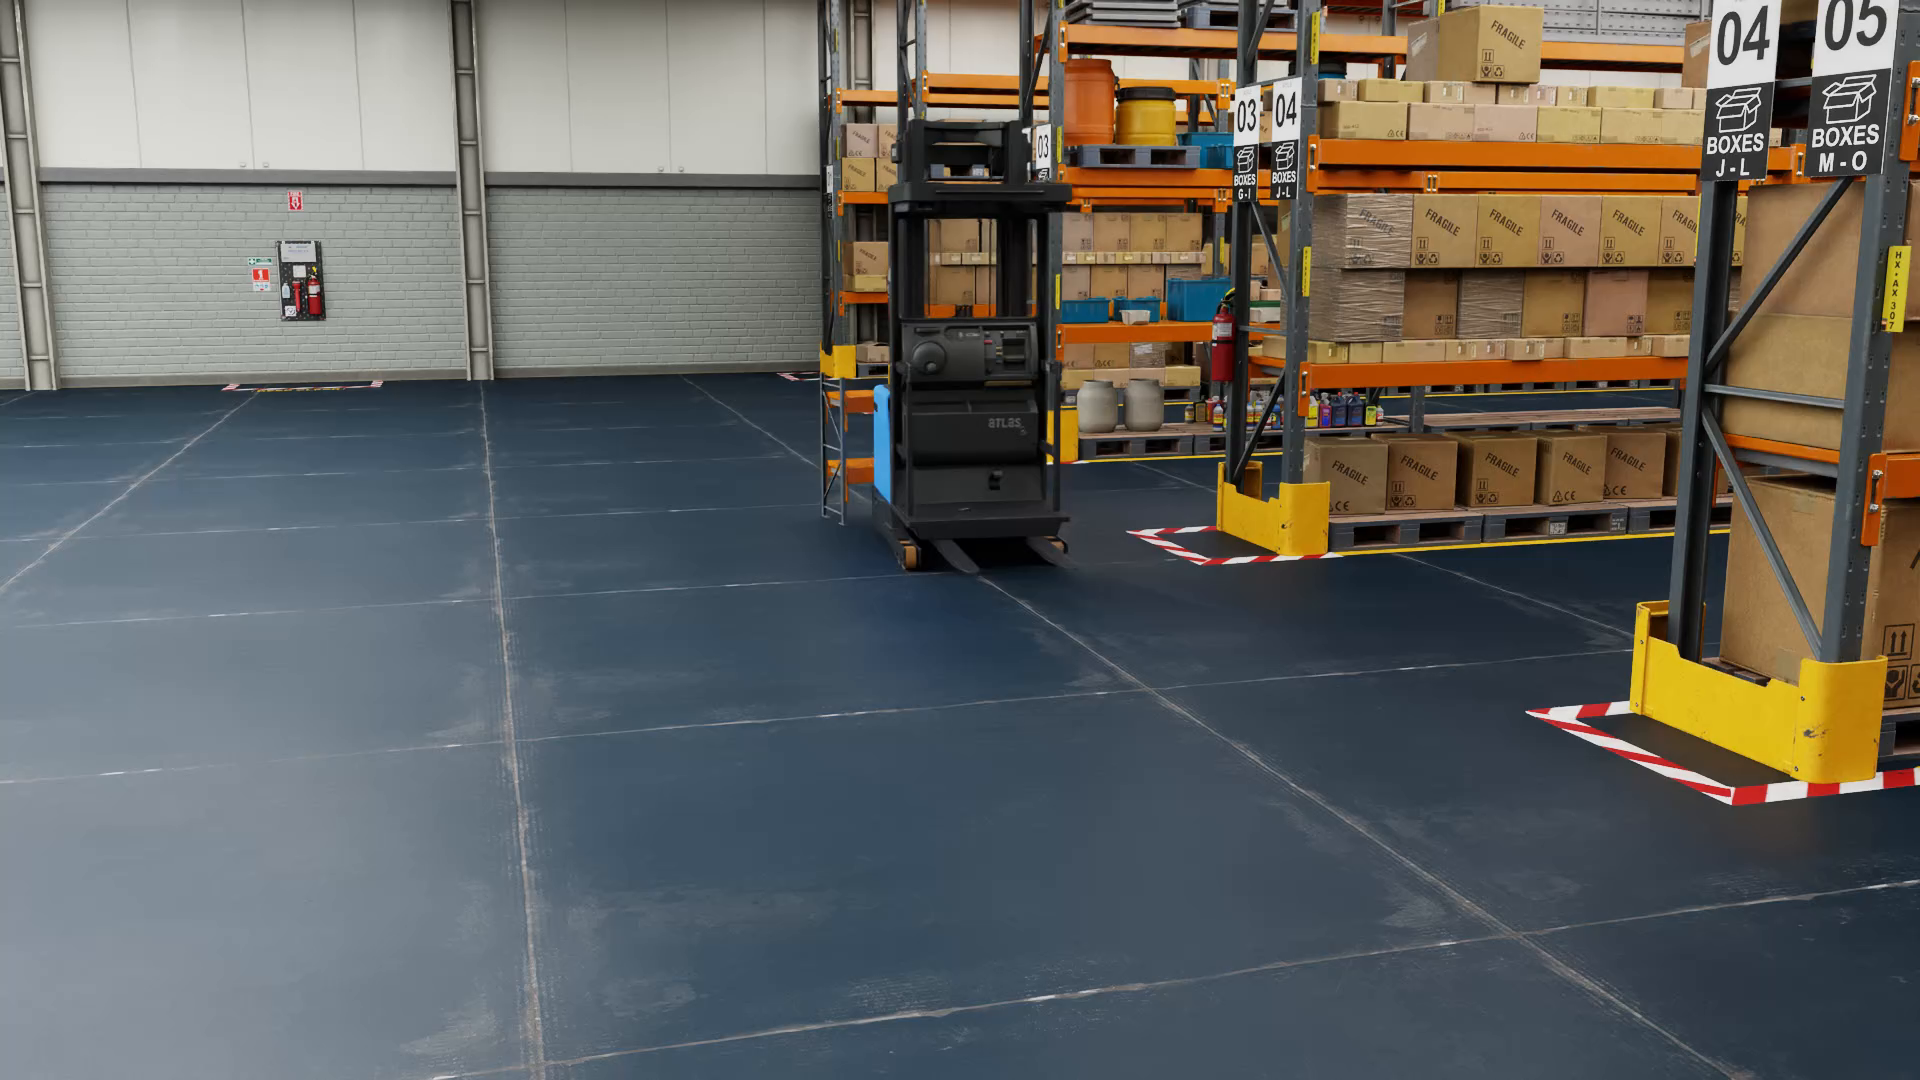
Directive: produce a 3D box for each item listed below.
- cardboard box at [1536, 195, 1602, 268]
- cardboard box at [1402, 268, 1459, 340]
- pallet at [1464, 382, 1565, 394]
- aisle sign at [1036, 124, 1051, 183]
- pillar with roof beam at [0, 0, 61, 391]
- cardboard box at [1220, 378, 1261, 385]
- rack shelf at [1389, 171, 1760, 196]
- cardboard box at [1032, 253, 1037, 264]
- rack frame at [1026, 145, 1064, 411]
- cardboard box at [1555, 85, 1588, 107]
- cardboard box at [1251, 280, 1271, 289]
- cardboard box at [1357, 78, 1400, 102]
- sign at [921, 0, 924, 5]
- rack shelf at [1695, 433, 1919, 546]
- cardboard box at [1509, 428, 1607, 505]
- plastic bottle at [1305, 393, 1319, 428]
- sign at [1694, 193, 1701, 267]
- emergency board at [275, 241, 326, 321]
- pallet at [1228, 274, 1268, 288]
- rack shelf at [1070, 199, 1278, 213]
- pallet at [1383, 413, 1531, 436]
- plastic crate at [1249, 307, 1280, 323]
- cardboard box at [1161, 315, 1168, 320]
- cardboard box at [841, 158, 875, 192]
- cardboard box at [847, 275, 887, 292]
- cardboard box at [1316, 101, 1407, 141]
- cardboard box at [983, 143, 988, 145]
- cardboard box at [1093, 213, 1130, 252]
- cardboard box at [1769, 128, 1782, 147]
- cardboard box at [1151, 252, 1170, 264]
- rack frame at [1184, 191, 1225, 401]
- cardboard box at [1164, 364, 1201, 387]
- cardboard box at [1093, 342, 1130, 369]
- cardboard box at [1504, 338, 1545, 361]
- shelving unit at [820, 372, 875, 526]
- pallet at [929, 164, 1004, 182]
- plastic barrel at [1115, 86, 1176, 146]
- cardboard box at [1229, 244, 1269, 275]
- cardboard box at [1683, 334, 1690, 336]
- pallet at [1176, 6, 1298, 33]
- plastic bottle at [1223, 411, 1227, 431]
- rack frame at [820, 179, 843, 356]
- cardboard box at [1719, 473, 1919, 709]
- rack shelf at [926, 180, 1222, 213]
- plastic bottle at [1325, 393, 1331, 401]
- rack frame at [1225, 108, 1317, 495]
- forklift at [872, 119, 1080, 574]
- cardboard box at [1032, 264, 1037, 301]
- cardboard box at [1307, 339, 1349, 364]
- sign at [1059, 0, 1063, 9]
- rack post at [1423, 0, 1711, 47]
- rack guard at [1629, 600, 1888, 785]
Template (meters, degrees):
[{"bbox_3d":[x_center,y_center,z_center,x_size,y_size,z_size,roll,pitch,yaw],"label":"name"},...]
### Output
[{"bbox_3d":[4.210,-2.210,11.906,0.500,0.500,0.500,-3,11,-16],"label":"cardboard box"},{"bbox_3d":[3.148,-1.731,12.066,0.500,0.500,0.875,-3,11,-16],"label":"cardboard box"},{"bbox_3d":[7.809,-2.253,23.702,1.213,0.211,1.003,-3,11,-16],"label":"pallet"},{"bbox_3d":[0.794,-3.551,15.871,0.004,0.787,0.394,-3,11,-16],"label":"aisle sign"},{"bbox_3d":[-11.876,-5.830,18.860,0.400,9.000,9.100,-3,11,-16],"label":"pillar with roof beam"},{"bbox_3d":[3.698,-2.222,22.269,0.500,0.250,0.500,-3,11,-17],"label":"cardboard box"},{"bbox_3d":[6.542,-3.752,17.846,4.000,0.370,1.077,-3,11,-16],"label":"rack shelf"},{"bbox_3d":[0.828,-3.592,21.203,0.250,0.149,0.380,-3,11,-18],"label":"cardboard box"},{"bbox_3d":[0.782,-2.327,16.403,0.127,3.000,1.000,-3,11,-16],"label":"rack frame"},{"bbox_3d":[4.228,-3.134,11.811,0.250,0.149,0.380,-3,11,-18],"label":"cardboard box"},{"bbox_3d":[4.034,-3.401,22.608,0.258,0.266,0.396,-3,11,-17],"label":"cardboard box"},{"bbox_3d":[2.771,-3.034,11.269,0.250,0.149,0.380,-3,11,-15],"label":"cardboard box"},{"bbox_3d":[-0.450,-6.579,19.913,0.005,0.325,0.100,-3,11,-16],"label":"sign"},{"bbox_3d":[5.376,-0.346,7.629,4.000,0.370,1.077,-3,11,-16],"label":"rack shelf"},{"bbox_3d":[4.489,-0.557,12.532,0.500,0.500,0.500,-4,11,-21],"label":"cardboard box"},{"bbox_3d":[3.590,-1.334,17.112,0.185,0.351,0.144,-3,11,-16],"label":"plastic bottle"},{"bbox_3d":[3.317,-1.380,7.404,0.005,0.325,0.100,-3,11,-16],"label":"sign"},{"bbox_3d":[-9.701,-3.813,24.474,0.643,1.169,0.194,-3,11,-16],"label":"emergency board"},{"bbox_3d":[5.039,-4.305,27.678,1.003,0.211,1.213,-3,11,-16],"label":"pallet"},{"bbox_3d":[3.773,-5.474,27.201,4.000,0.370,1.077,-3,11,-16],"label":"rack shelf"},{"bbox_3d":[5.365,-1.205,18.007,1.213,0.211,1.003,-3,11,-16],"label":"pallet"},{"bbox_3d":[3.134,-2.274,16.841,0.437,0.136,0.530,-3,11,-16],"label":"plastic crate"},{"bbox_3d":[3.476,-3.698,27.465,0.500,0.250,0.500,-3,11,-18],"label":"cardboard box"},{"bbox_3d":[-1.596,-5.557,25.331,0.500,0.500,0.500,-3,11,-14],"label":"cardboard box"},{"bbox_3d":[-1.430,-3.955,25.604,0.500,0.250,0.500,-3,11,-18],"label":"cardboard box"},{"bbox_3d":[2.701,-2.847,11.356,0.500,0.250,0.500,-3,11,-14],"label":"cardboard box"},{"bbox_3d":[0.433,-4.969,21.338,0.500,0.250,0.500,-3,11,-16],"label":"cardboard box"},{"bbox_3d":[1.851,-4.004,21.649,0.500,0.500,0.700,-3,11,-16],"label":"cardboard box"},{"bbox_3d":[5.642,-3.002,12.196,0.500,0.250,0.500,-3,11,-14],"label":"cardboard box"},{"bbox_3d":[2.551,-3.682,21.695,0.250,0.149,0.380,-3,11,-18],"label":"cardboard box"},{"bbox_3d":[3.241,-3.391,22.181,0.127,3.000,1.000,-3,11,-16],"label":"rack frame"},{"bbox_3d":[2.857,-2.184,22.058,0.500,0.250,0.500,-3,11,-16],"label":"cardboard box"},{"bbox_3d":[1.895,-2.503,21.722,0.500,0.500,0.500,-3,11,-16],"label":"cardboard box"},{"bbox_3d":[3.974,-1.375,11.923,0.250,0.149,0.380,-3,11,-16],"label":"cardboard box"},{"bbox_3d":[-0.508,-0.741,12.963,1.048,1.125,0.538,-5,11,-23],"label":"shelving unit"},{"bbox_3d":[0.087,-4.651,20.988,1.213,0.211,1.003,-3,11,-16],"label":"pallet"},{"bbox_3d":[1.841,-4.181,16.510,0.600,0.588,0.600,0,10,0],"label":"plastic barrel"},{"bbox_3d":[4.716,-4.661,27.590,0.500,0.500,0.700,-4,11,-21],"label":"cardboard box"},{"bbox_3d":[5.383,-1.470,12.440,0.250,0.149,0.380,-3,11,-16],"label":"cardboard box"},{"bbox_3d":[2.665,-5.082,16.421,1.213,0.211,1.003,-3,11,-16],"label":"pallet"},{"bbox_3d":[2.709,-1.210,16.849,0.097,0.201,0.097,0,10,0],"label":"plastic bottle"},{"bbox_3d":[-1.987,-4.049,25.758,0.127,3.000,1.000,-3,11,-16],"label":"rack frame"},{"bbox_3d":[4.088,0.194,7.418,0.875,0.875,0.875,-3,11,-16],"label":"cardboard box"},{"bbox_3d":[1.321,-4.411,21.425,4.000,0.370,1.077,-3,11,-16],"label":"rack shelf"},{"bbox_3d":[3.921,-1.431,17.820,0.133,0.283,0.061,-3,11,-16],"label":"plastic bottle"},{"bbox_3d":[2.166,-1.466,11.726,0.127,3.000,1.000,-3,11,-16],"label":"rack frame"},{"bbox_3d":[0.108,-1.311,11.074,1.130,2.935,3.031,-2,11,-10],"label":"forklift"},{"bbox_3d":[0.834,-3.311,21.468,0.500,0.500,0.700,-3,11,-16],"label":"cardboard box"},{"bbox_3d":[2.506,-1.316,11.602,0.250,0.149,0.380,-3,11,-16],"label":"cardboard box"},{"bbox_3d":[0.931,-5.079,15.358,0.005,0.325,0.100,-3,11,-16],"label":"sign"},{"bbox_3d":[6.489,-5.693,17.564,3.121,1.000,1.013,-3,11,-16],"label":"rack post"},{"bbox_3d":[3.432,0.632,7.234,0.348,0.500,1.175,-3,11,-16],"label":"rack guard"}]
